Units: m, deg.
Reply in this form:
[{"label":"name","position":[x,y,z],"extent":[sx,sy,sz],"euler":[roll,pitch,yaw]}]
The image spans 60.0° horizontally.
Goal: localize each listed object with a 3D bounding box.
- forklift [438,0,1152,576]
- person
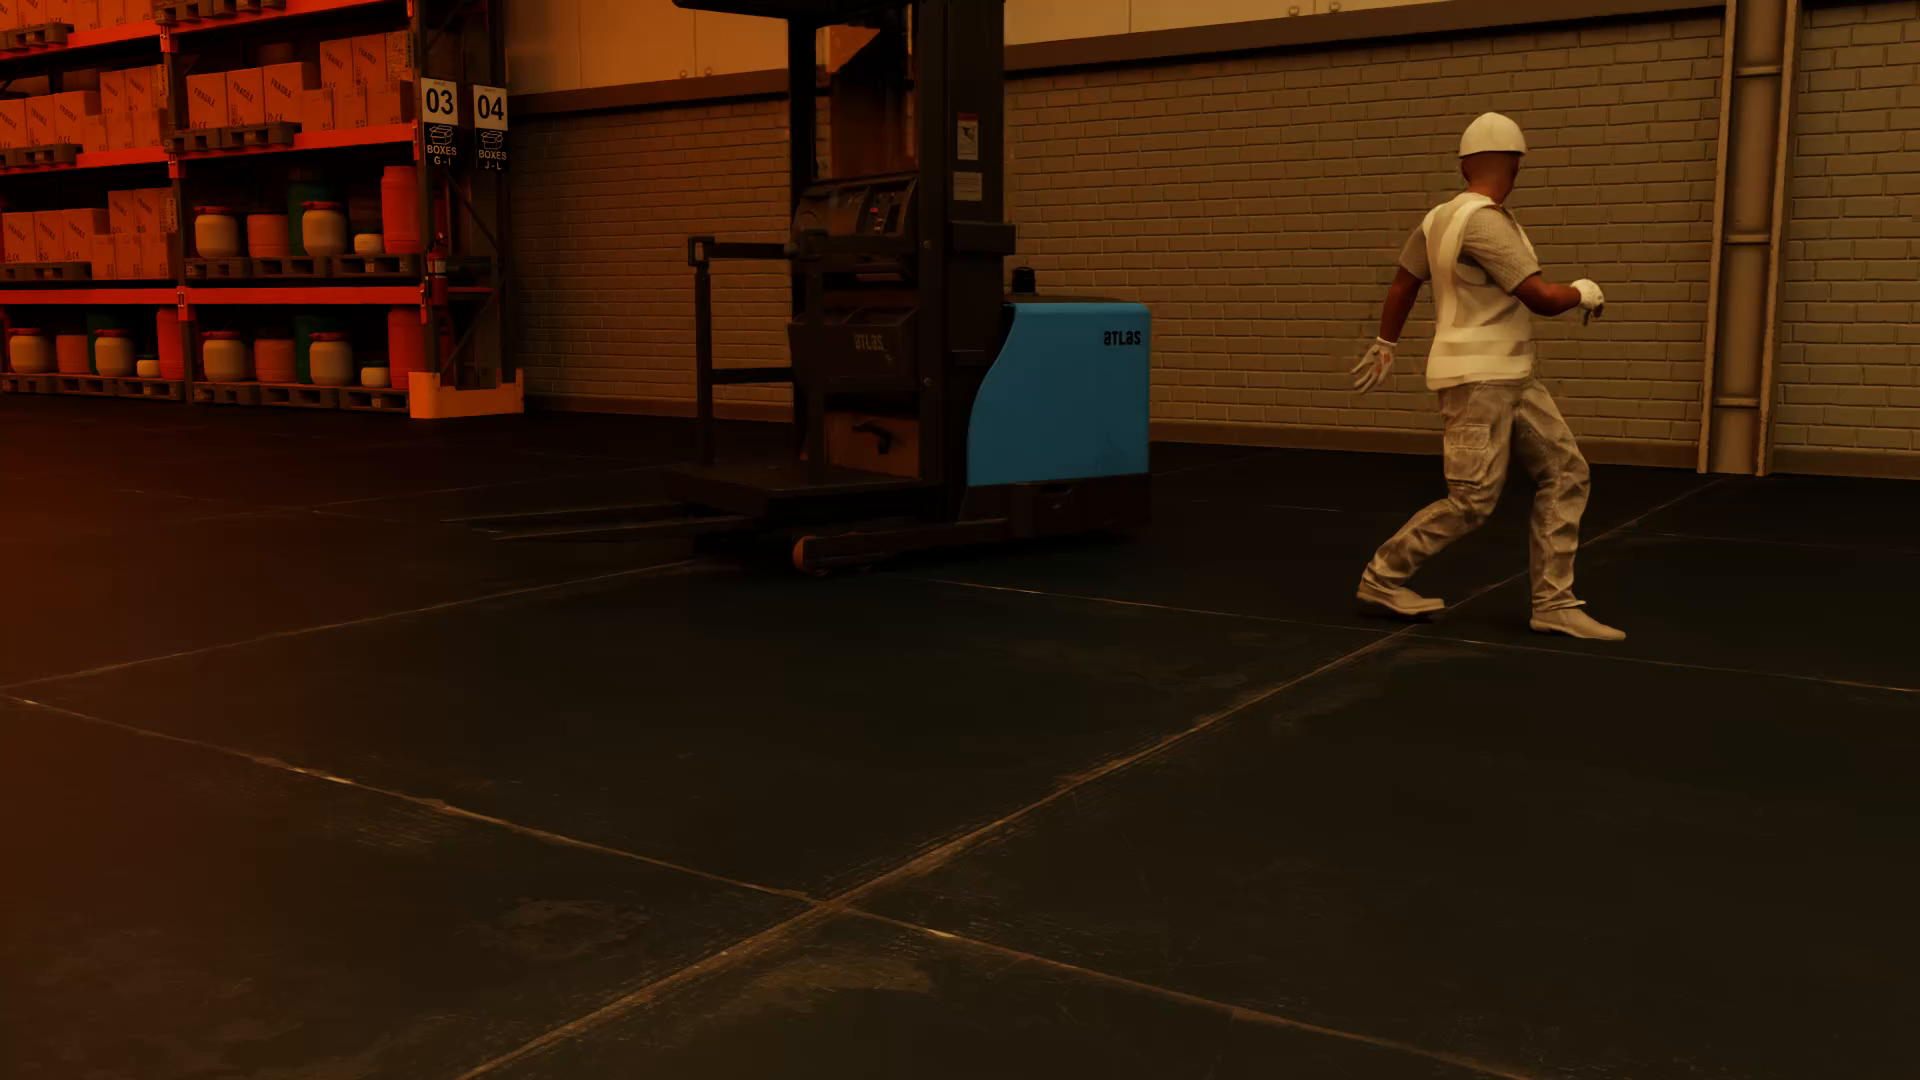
[{"label":"forklift","position":[-0.628,-1.391,6.973],"extent":[3.031,2.935,1.130],"euler":[-6,10,-34]},{"label":"person","position":[1.736,-0.539,5.496],"extent":[0.975,1.706,0.572],"euler":[4,9,26]}]
